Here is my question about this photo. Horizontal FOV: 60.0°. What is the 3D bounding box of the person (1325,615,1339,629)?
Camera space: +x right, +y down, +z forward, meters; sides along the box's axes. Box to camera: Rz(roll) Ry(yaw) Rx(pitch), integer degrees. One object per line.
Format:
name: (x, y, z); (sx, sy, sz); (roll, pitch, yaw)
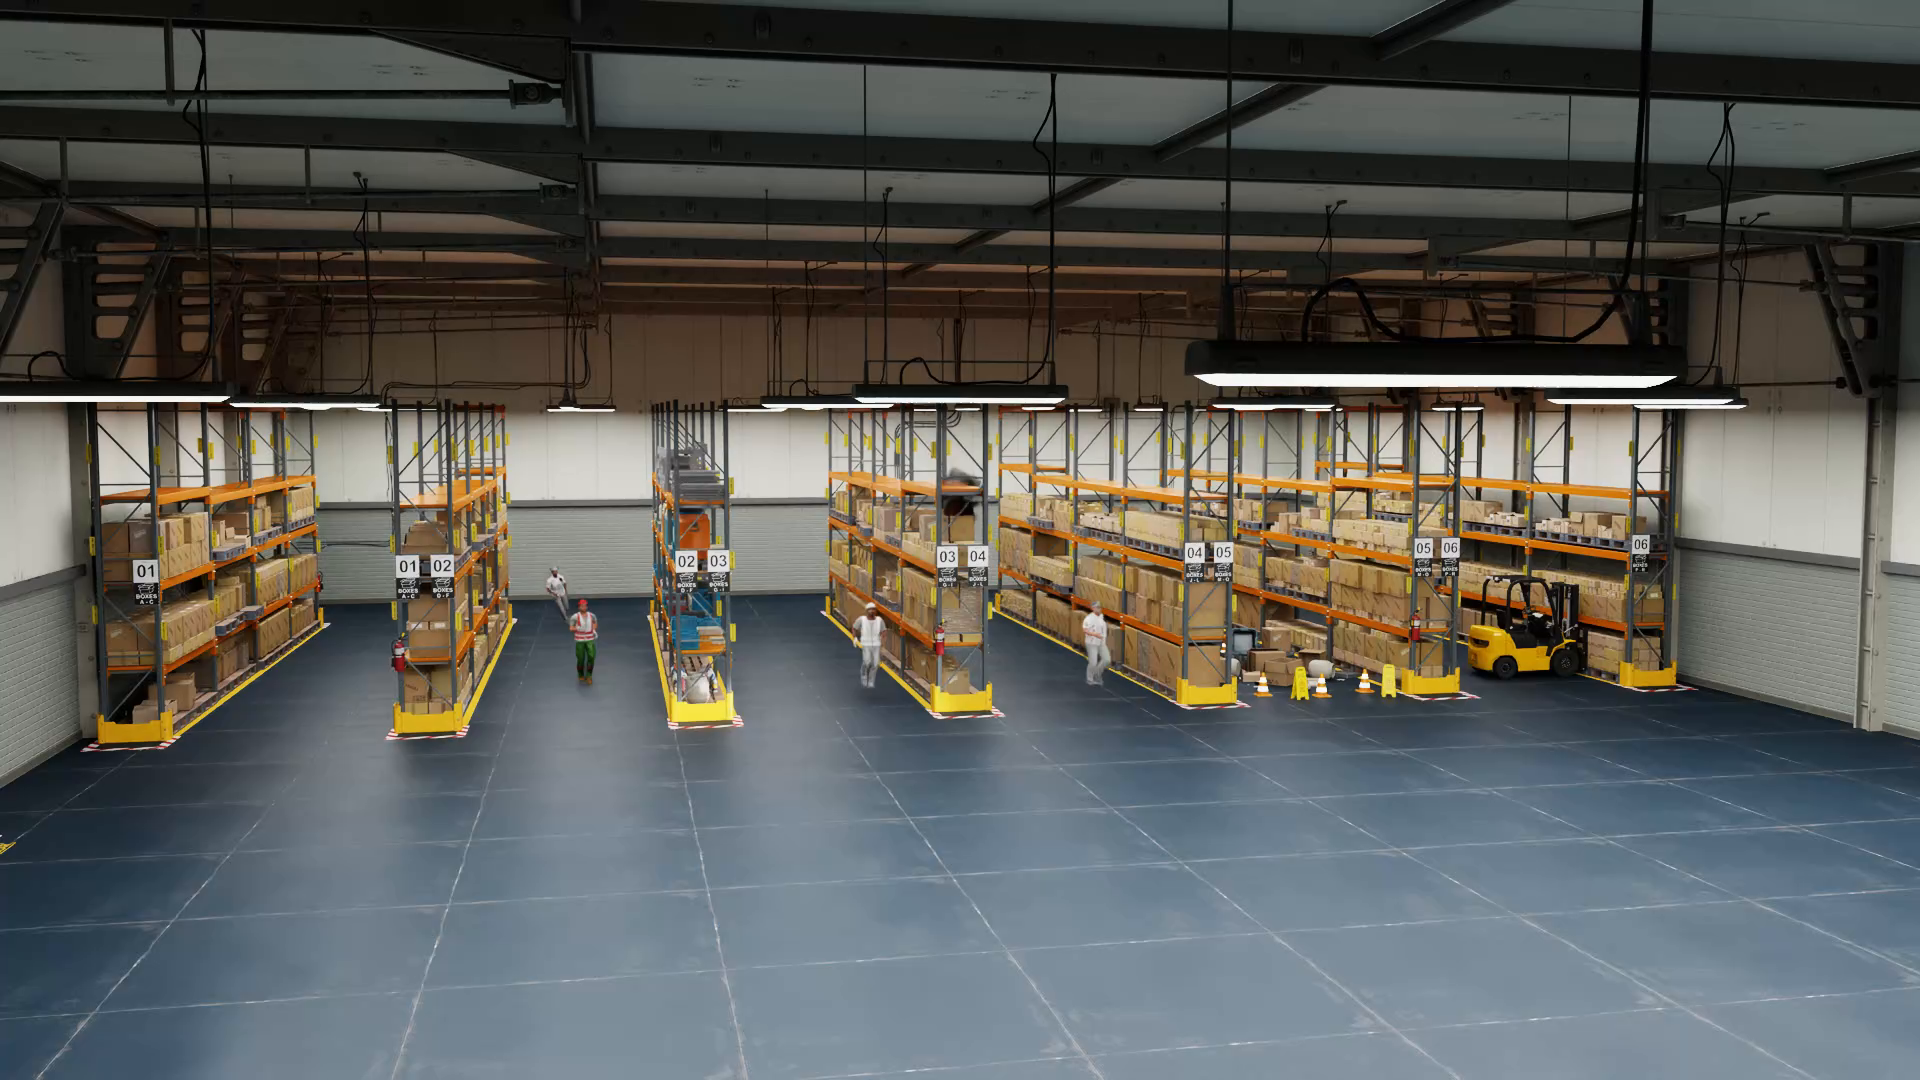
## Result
person: (9.654, 1.679, 42.829); (0.621, 1.663, 0.515); (-1, 4, -15)

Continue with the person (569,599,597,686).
person: (-7.959, 2.172, 35.272); (0.632, 1.823, 0.705); (-2, 5, -23)

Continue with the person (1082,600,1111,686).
person: (2.798, 2.106, 33.881); (0.662, 1.769, 0.643); (-3, 5, -34)

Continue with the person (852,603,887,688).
person: (-1.787, 2.131, 33.410); (0.681, 1.739, 0.624); (-1, 4, -16)

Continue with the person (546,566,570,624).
person: (-10.979, 1.502, 45.429); (0.651, 1.614, 0.561); (-3, 5, -30)
